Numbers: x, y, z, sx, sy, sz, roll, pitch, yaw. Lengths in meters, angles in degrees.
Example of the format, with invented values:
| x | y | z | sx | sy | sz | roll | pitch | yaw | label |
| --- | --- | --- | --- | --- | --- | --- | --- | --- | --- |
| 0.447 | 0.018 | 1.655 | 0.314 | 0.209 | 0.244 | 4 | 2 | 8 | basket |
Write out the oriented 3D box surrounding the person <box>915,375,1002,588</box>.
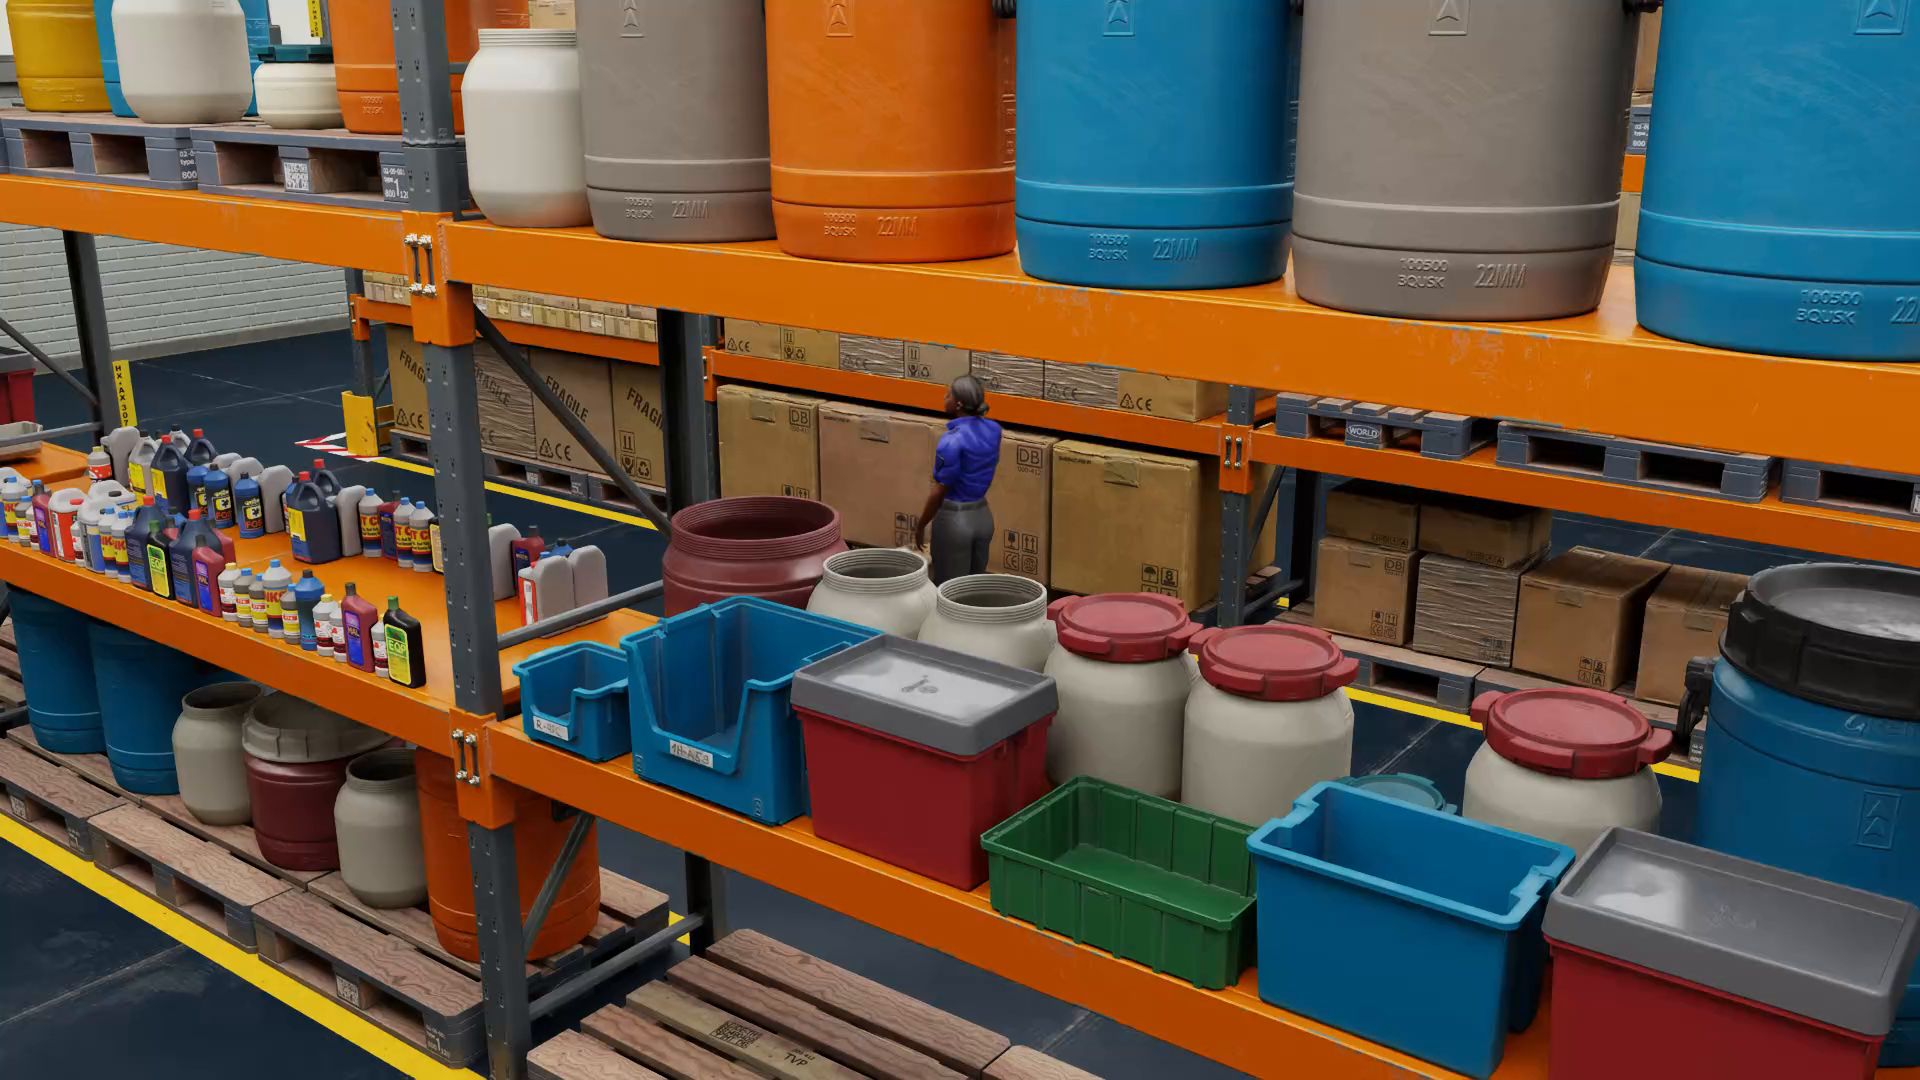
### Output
| x | y | z | sx | sy | sz | roll | pitch | yaw | label |
| --- | --- | --- | --- | --- | --- | --- | --- | --- | --- |
| -0.043 | -0.081 | 8.794 | 0.502 | 1.654 | 0.547 | 13 | 21 | 37 | person |
